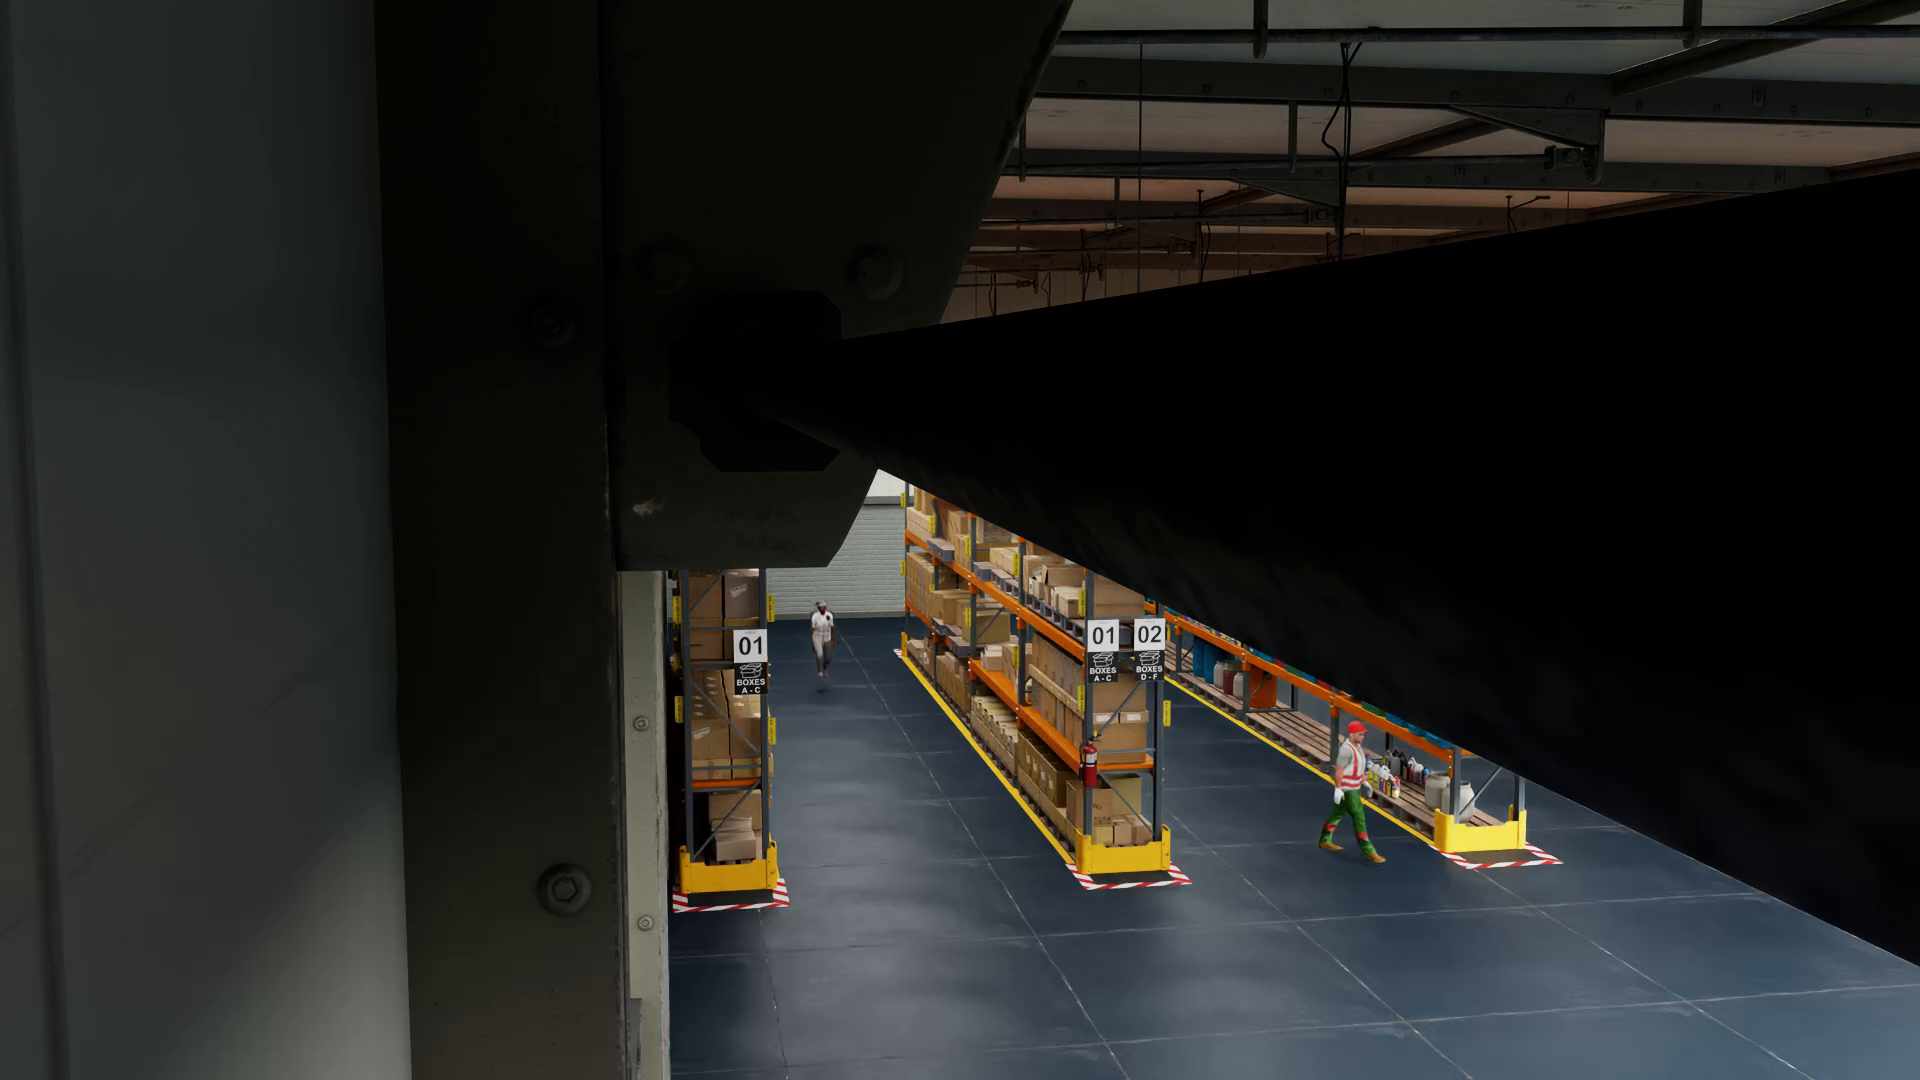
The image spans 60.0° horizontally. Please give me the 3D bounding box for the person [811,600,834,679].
[{"bbox_3d":[-2.709,1.972,32.798,0.458,1.652,0.862,-1,6,-12],"label":"person"}]

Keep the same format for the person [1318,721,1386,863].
[{"bbox_3d":[5.100,3.207,21.507,0.941,1.741,0.562,3,7,26],"label":"person"}]
